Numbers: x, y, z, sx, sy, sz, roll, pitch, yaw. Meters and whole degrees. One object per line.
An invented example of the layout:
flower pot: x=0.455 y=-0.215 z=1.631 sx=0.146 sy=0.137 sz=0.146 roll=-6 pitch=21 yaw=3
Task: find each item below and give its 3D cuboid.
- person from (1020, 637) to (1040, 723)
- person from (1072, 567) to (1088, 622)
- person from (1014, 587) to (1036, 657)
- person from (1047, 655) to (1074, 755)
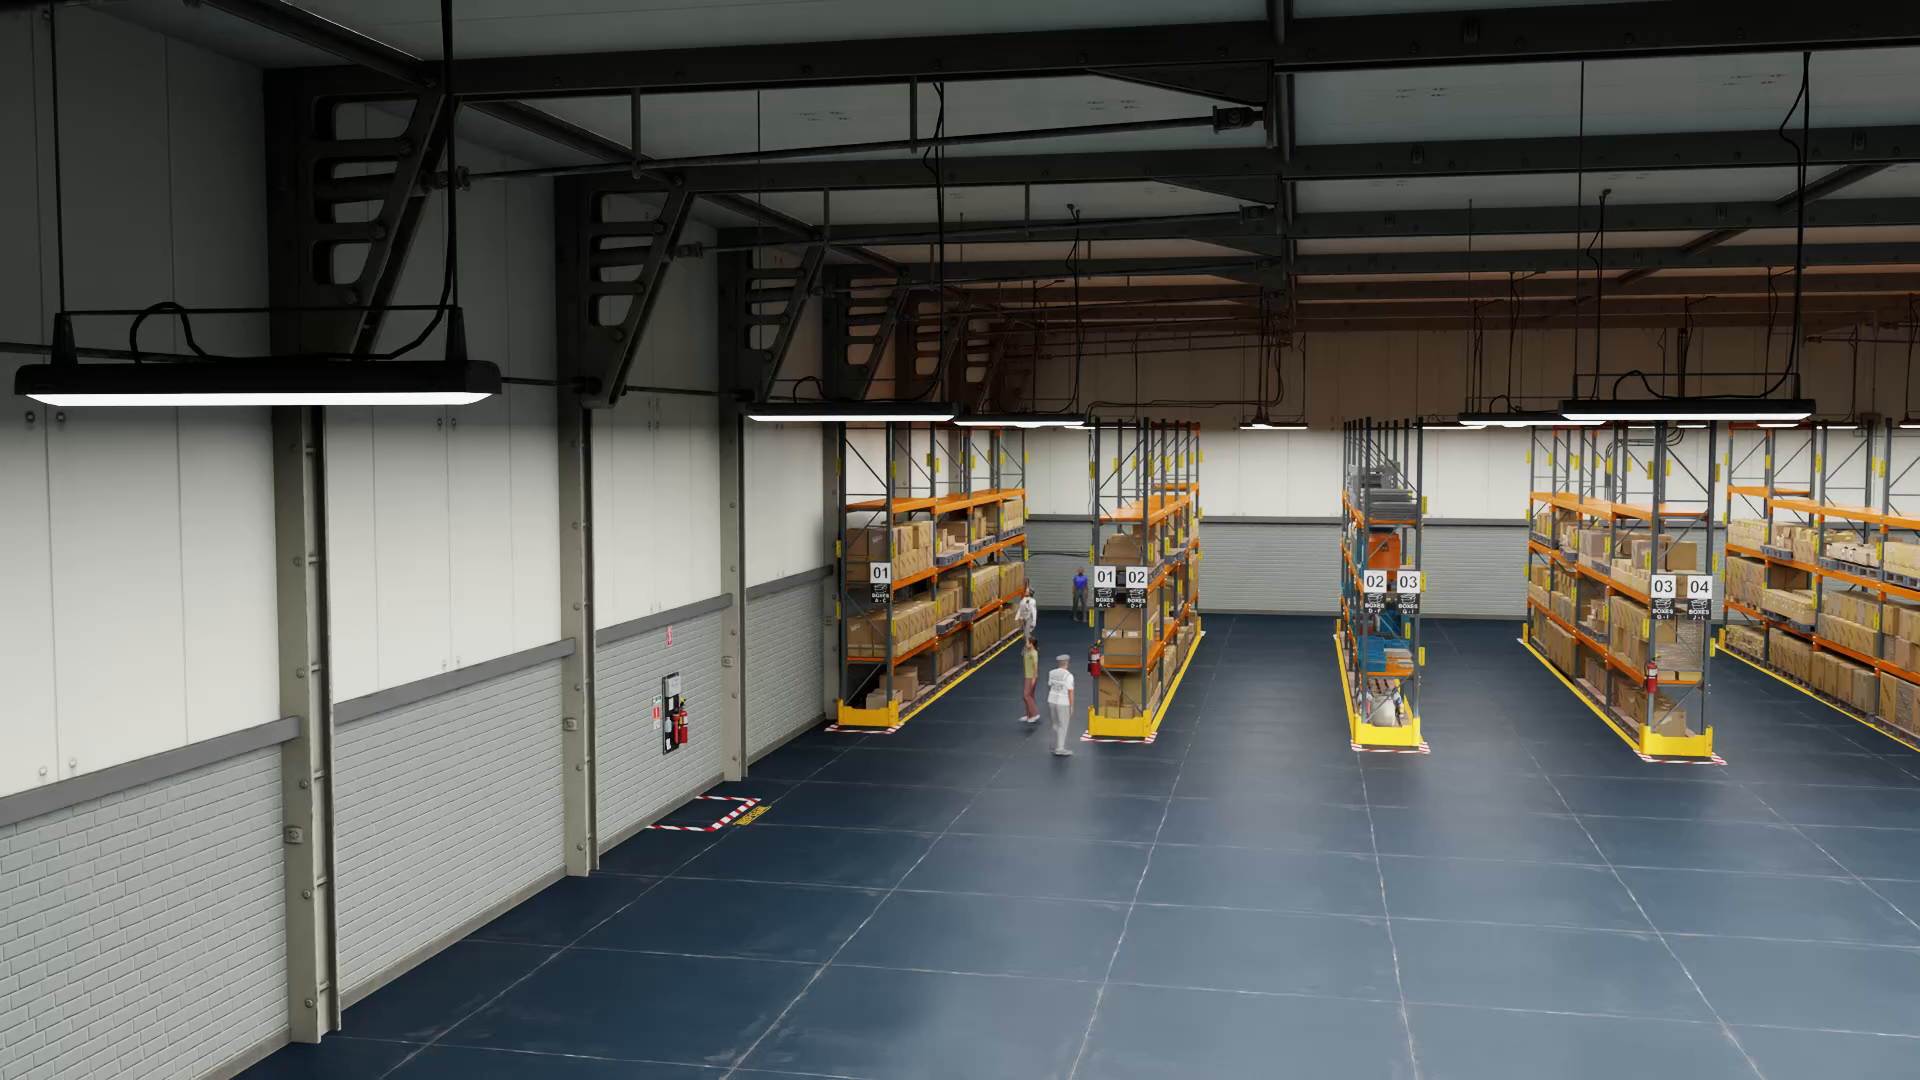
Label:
person: x=1.390 y=2.751 z=32.885 sx=0.383 sy=1.685 sz=0.483 roll=0 pitch=4 yaw=-5
person: x=3.654 y=1.645 z=50.405 sx=0.479 sy=1.663 sz=0.546 roll=-1 pitch=4 yaw=-10
person: x=1.633 y=2.026 z=41.680 sx=0.544 sy=1.706 sz=0.708 roll=3 pitch=5 yaw=37
person: x=1.803 y=2.926 z=29.501 sx=0.423 sy=1.772 sz=0.552 roll=-3 pitch=5 yaw=-41
